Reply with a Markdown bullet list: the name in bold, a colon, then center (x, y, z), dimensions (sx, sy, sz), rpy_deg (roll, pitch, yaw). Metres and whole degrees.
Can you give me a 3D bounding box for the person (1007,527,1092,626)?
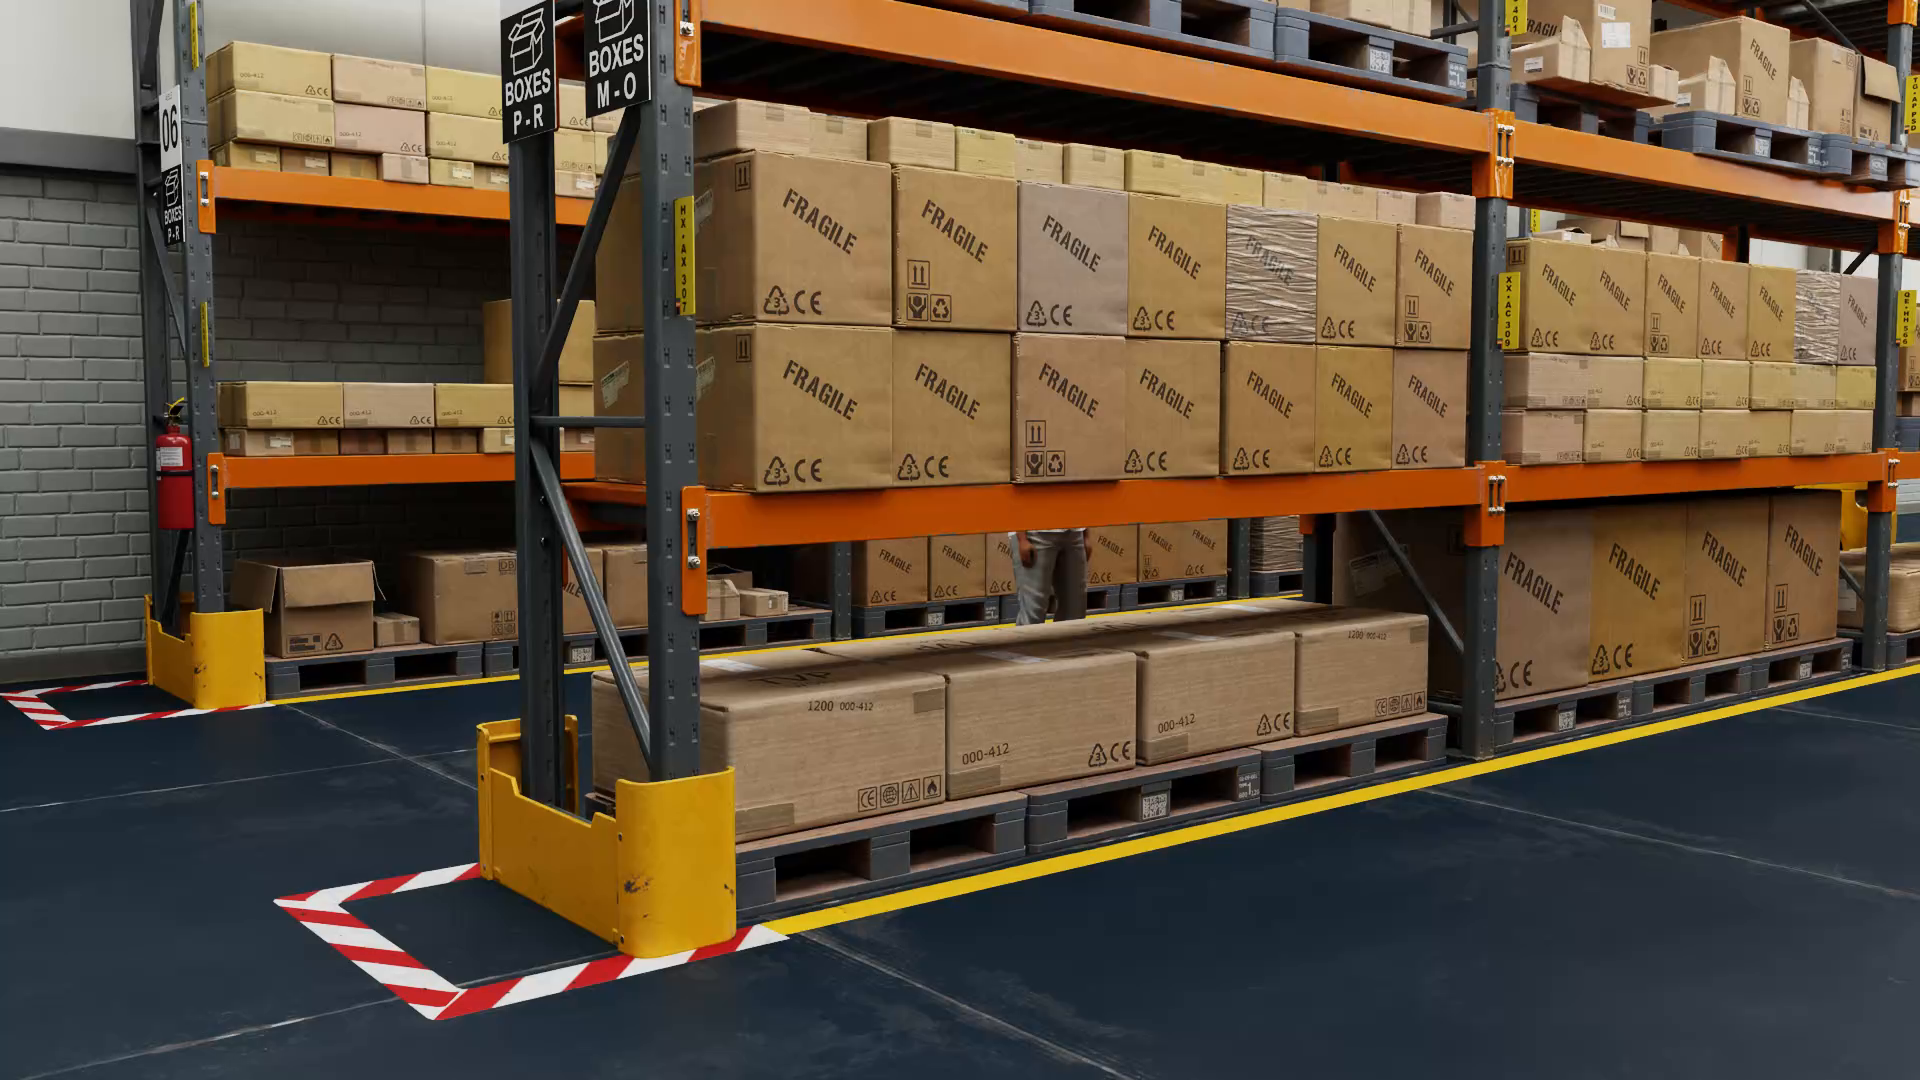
- **person**: center (0.510, 0.012, 9.052), dimensions (0.541, 1.666, 0.454), rpy_deg (-4, 6, -39)
